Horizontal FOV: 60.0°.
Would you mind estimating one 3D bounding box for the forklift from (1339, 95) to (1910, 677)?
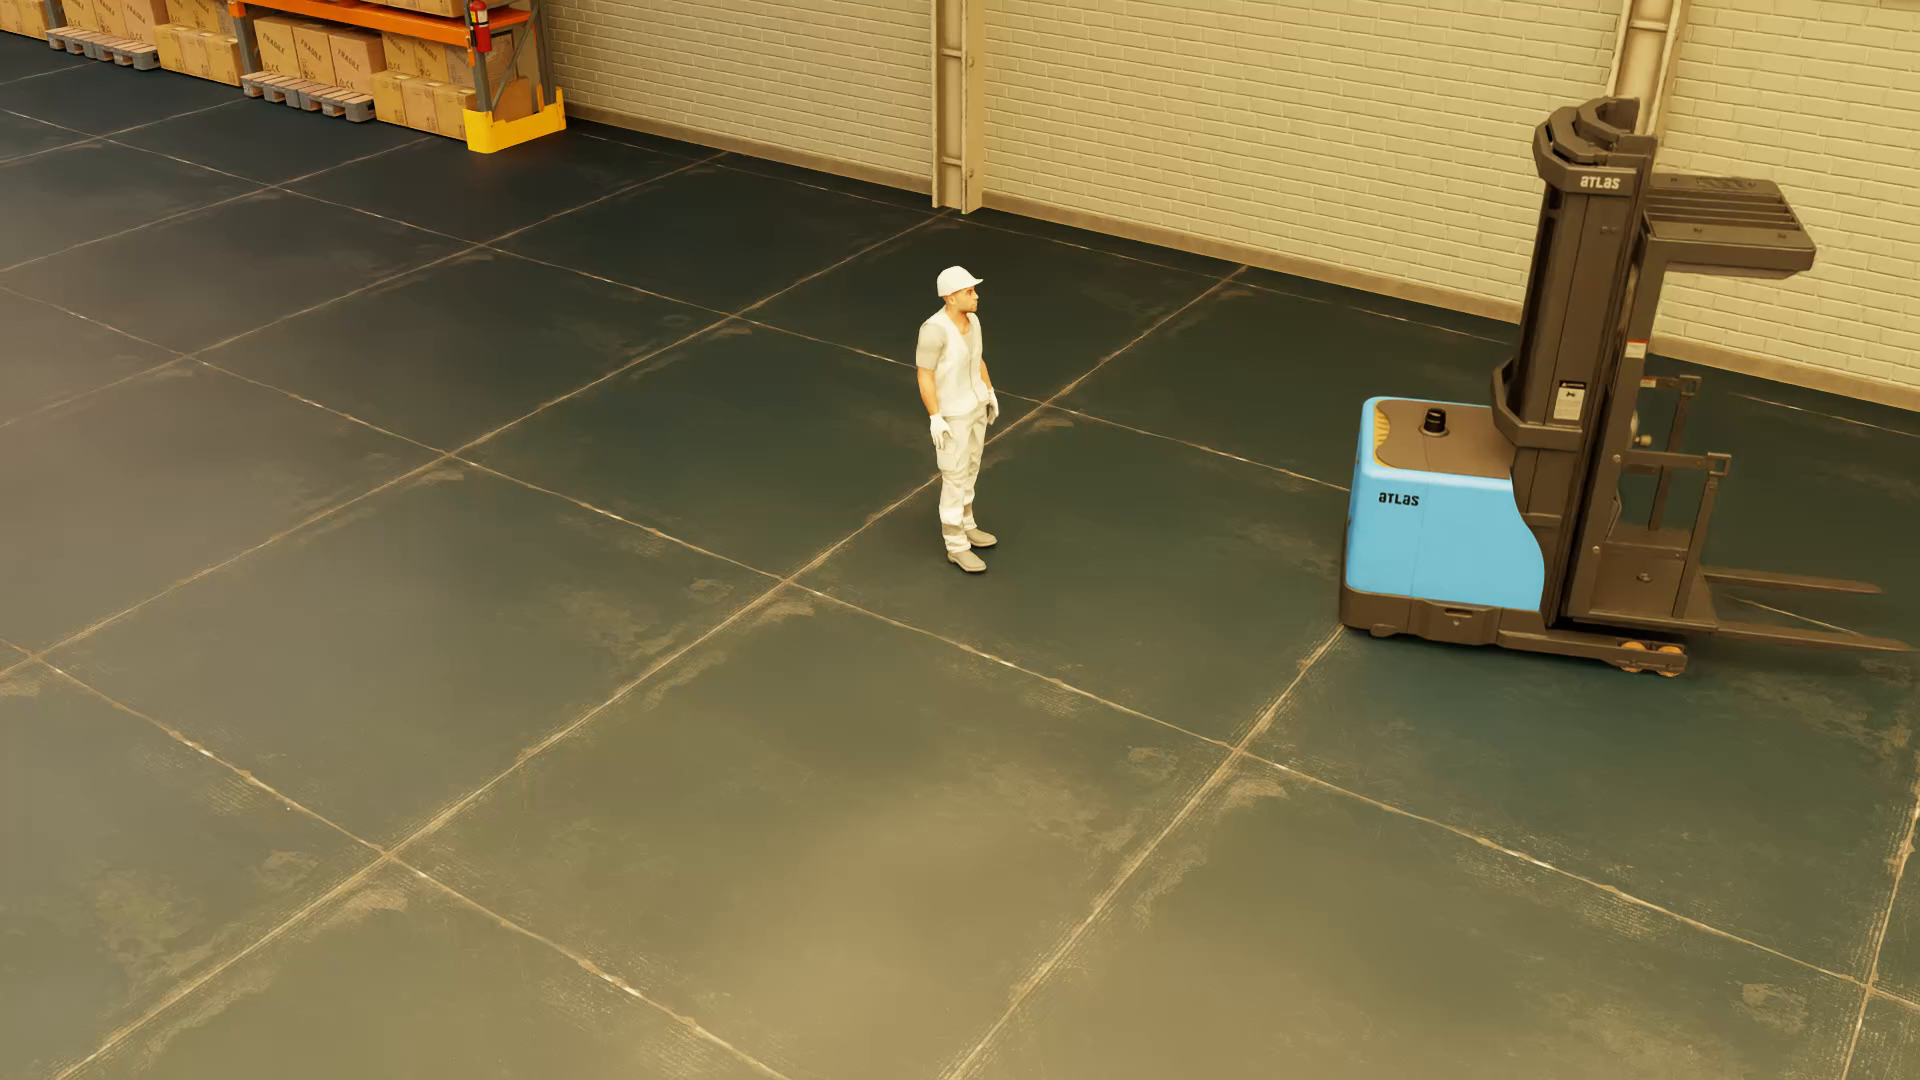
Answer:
[{"bbox_3d":[3.756,-0.805,8.967,3.031,2.935,1.130,6,31,11],"label":"forklift"}]

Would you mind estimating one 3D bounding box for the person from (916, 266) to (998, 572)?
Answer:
[{"bbox_3d":[0.059,-0.752,9.999,0.564,1.787,0.637,19,35,29],"label":"person"}]
